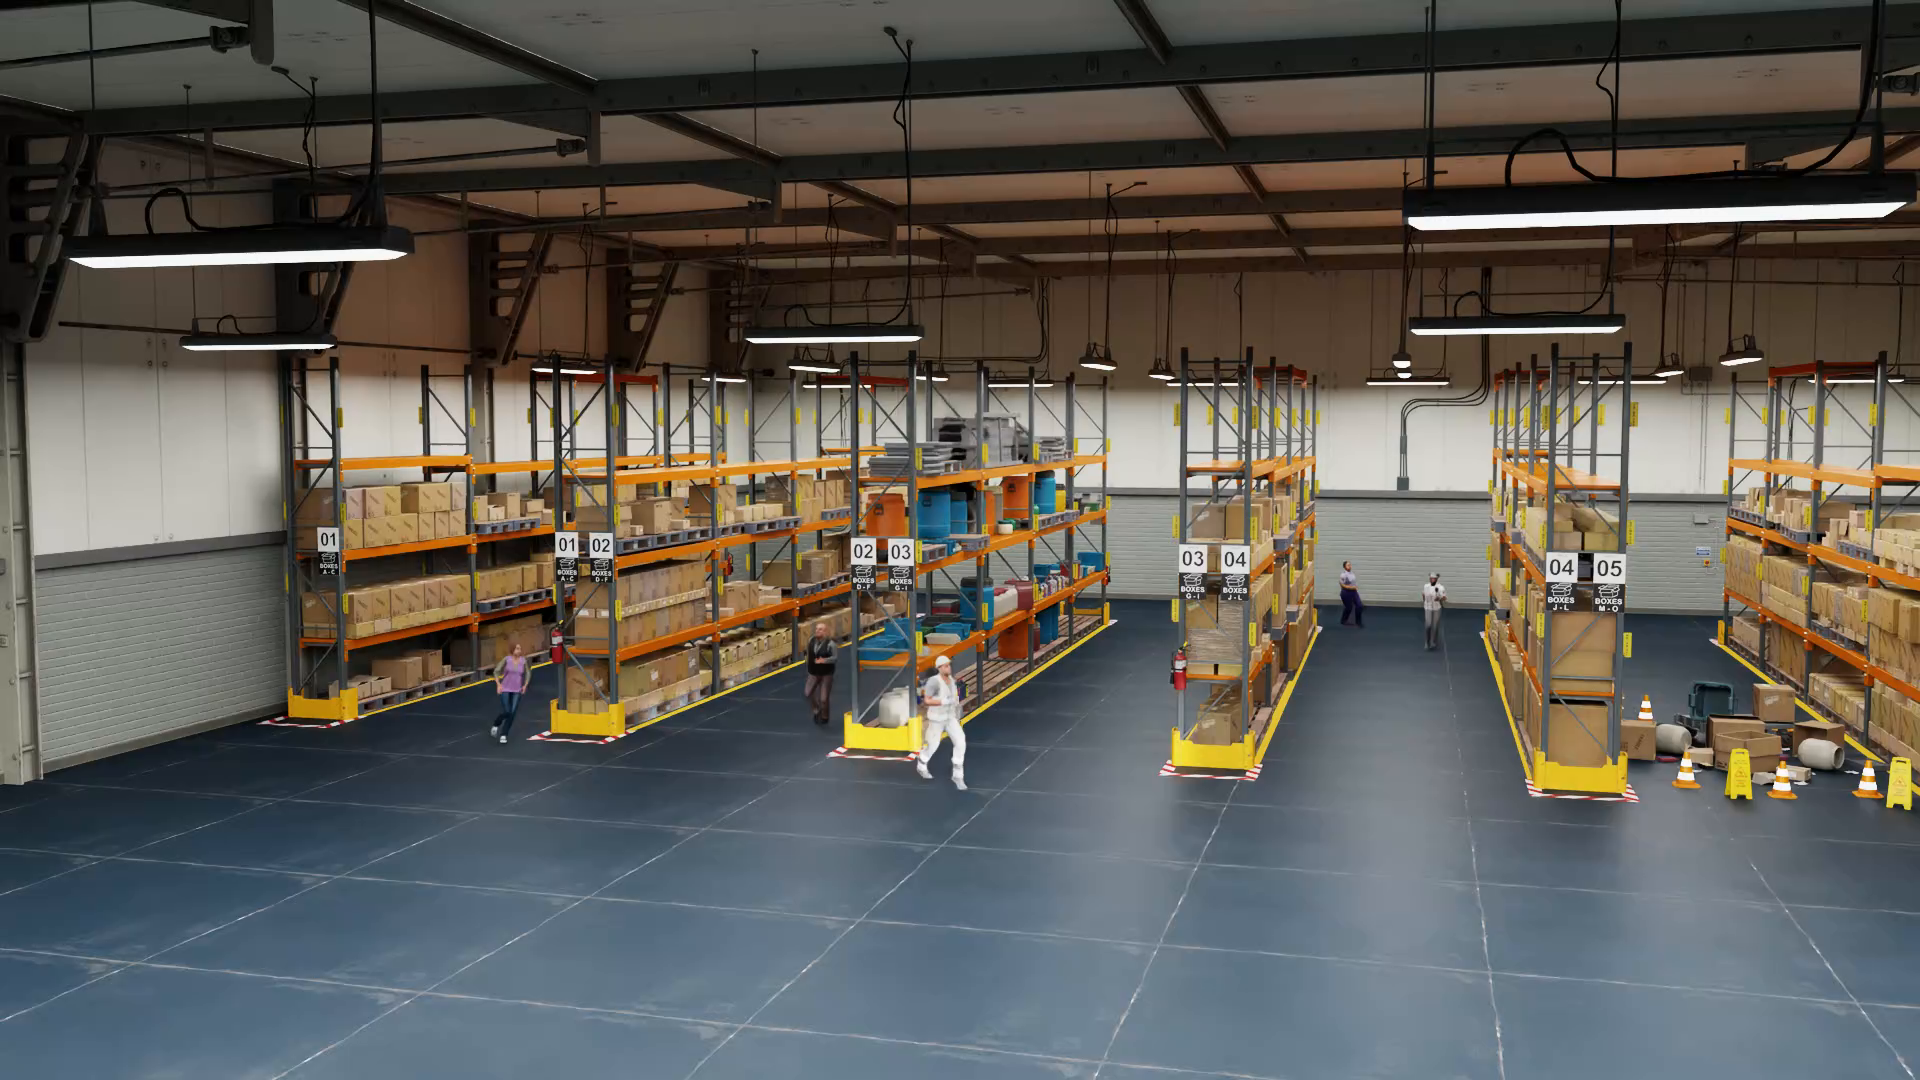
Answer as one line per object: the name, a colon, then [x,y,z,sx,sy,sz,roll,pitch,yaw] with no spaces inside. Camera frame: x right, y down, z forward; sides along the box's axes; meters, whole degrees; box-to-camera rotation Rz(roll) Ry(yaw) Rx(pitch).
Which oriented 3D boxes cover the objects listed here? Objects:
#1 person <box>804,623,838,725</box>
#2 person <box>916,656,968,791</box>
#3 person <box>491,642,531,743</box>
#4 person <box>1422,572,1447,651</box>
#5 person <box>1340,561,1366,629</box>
person: [-2.260,2.174,26.864,0.644,1.673,0.706,1,4,18]
person: [-0.302,2.471,22.545,0.626,1.838,0.888,-4,6,-40]
person: [-6.927,2.346,25.718,0.594,1.535,0.519,-2,5,-30]
person: [10.205,1.546,35.859,0.527,1.748,0.721,2,5,22]
person: [9.230,1.408,39.562,0.666,1.474,0.651,-3,5,-38]
